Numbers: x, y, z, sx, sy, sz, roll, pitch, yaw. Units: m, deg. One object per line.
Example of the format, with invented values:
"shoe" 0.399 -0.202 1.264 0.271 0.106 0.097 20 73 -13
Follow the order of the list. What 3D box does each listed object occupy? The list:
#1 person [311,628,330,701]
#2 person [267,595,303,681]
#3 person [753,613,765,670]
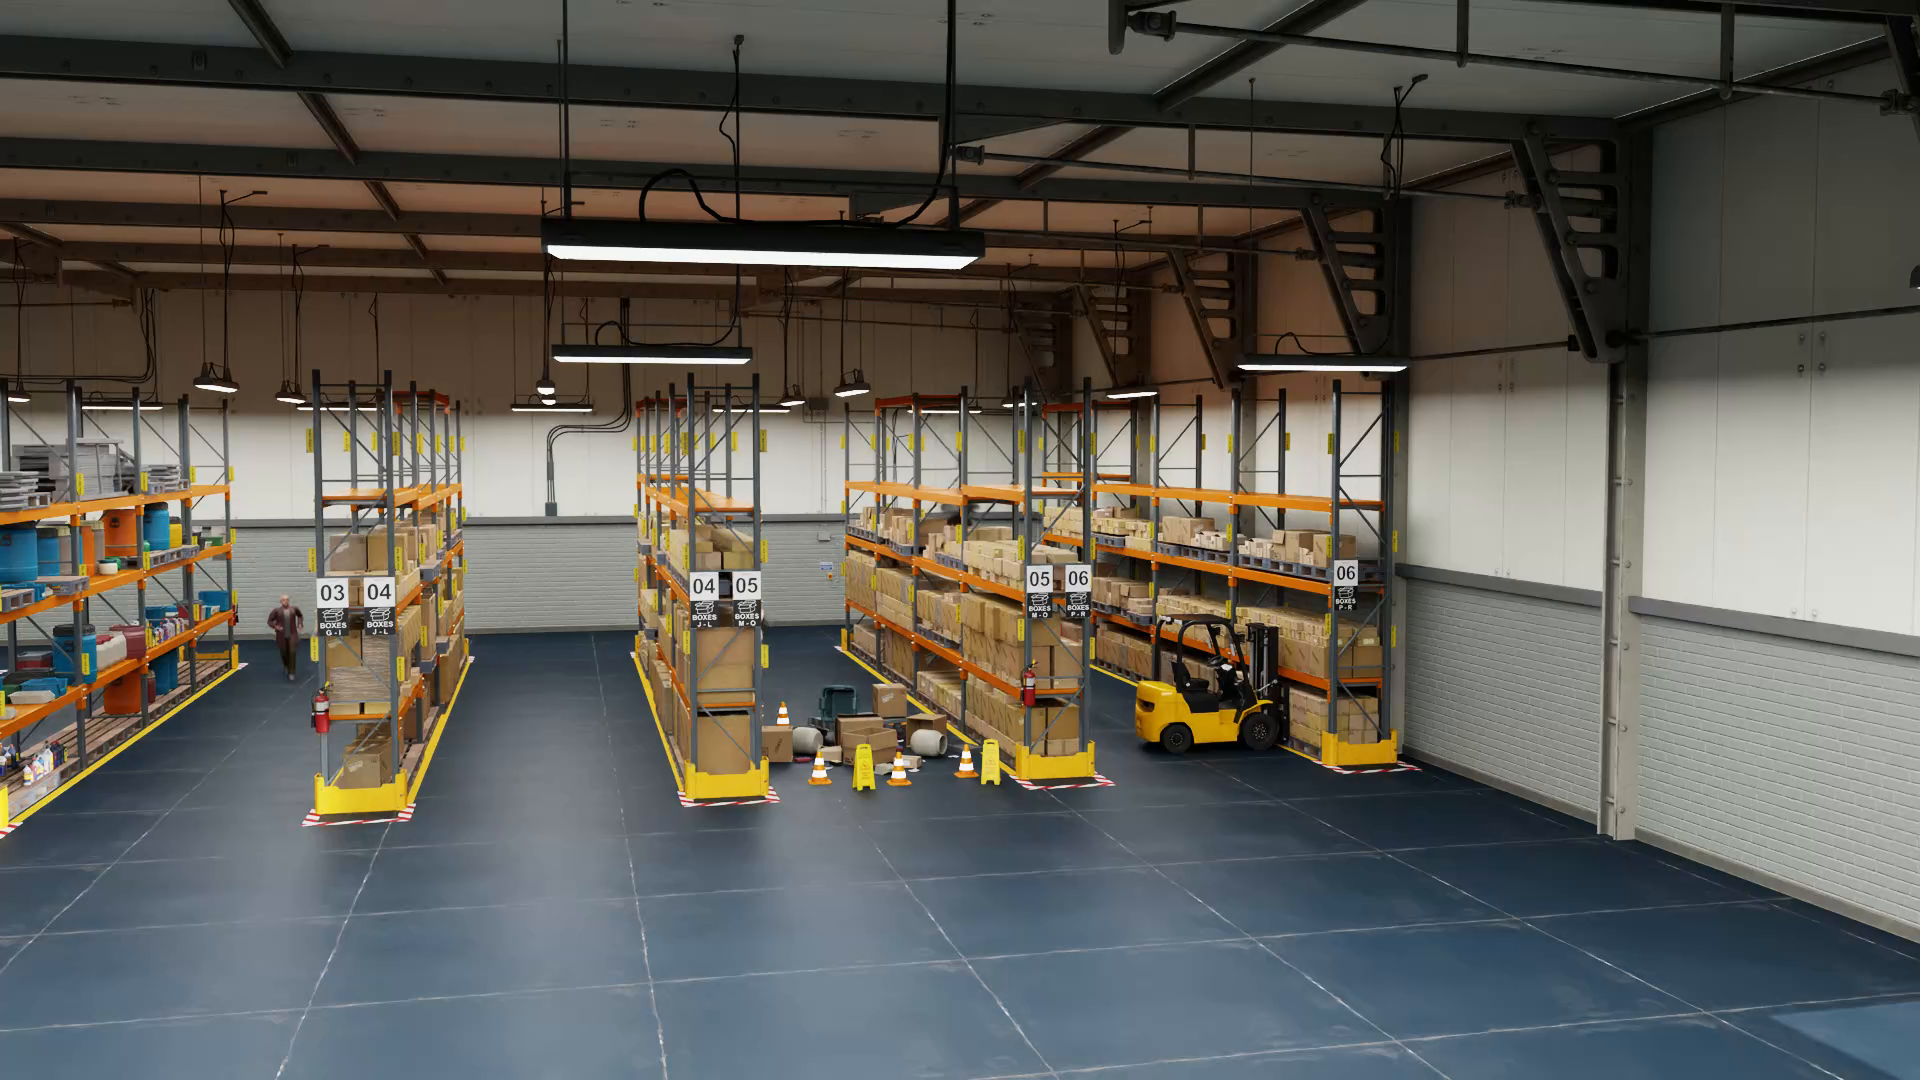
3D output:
"person" -12.324 2.258 32.460 0.646 1.748 0.797 -1 4 -22
"person" -14.362 2.067 35.443 0.730 1.792 1.028 -2 4 -26
"person" -4.644 2.047 36.301 0.707 1.719 0.561 -1 3 -15
